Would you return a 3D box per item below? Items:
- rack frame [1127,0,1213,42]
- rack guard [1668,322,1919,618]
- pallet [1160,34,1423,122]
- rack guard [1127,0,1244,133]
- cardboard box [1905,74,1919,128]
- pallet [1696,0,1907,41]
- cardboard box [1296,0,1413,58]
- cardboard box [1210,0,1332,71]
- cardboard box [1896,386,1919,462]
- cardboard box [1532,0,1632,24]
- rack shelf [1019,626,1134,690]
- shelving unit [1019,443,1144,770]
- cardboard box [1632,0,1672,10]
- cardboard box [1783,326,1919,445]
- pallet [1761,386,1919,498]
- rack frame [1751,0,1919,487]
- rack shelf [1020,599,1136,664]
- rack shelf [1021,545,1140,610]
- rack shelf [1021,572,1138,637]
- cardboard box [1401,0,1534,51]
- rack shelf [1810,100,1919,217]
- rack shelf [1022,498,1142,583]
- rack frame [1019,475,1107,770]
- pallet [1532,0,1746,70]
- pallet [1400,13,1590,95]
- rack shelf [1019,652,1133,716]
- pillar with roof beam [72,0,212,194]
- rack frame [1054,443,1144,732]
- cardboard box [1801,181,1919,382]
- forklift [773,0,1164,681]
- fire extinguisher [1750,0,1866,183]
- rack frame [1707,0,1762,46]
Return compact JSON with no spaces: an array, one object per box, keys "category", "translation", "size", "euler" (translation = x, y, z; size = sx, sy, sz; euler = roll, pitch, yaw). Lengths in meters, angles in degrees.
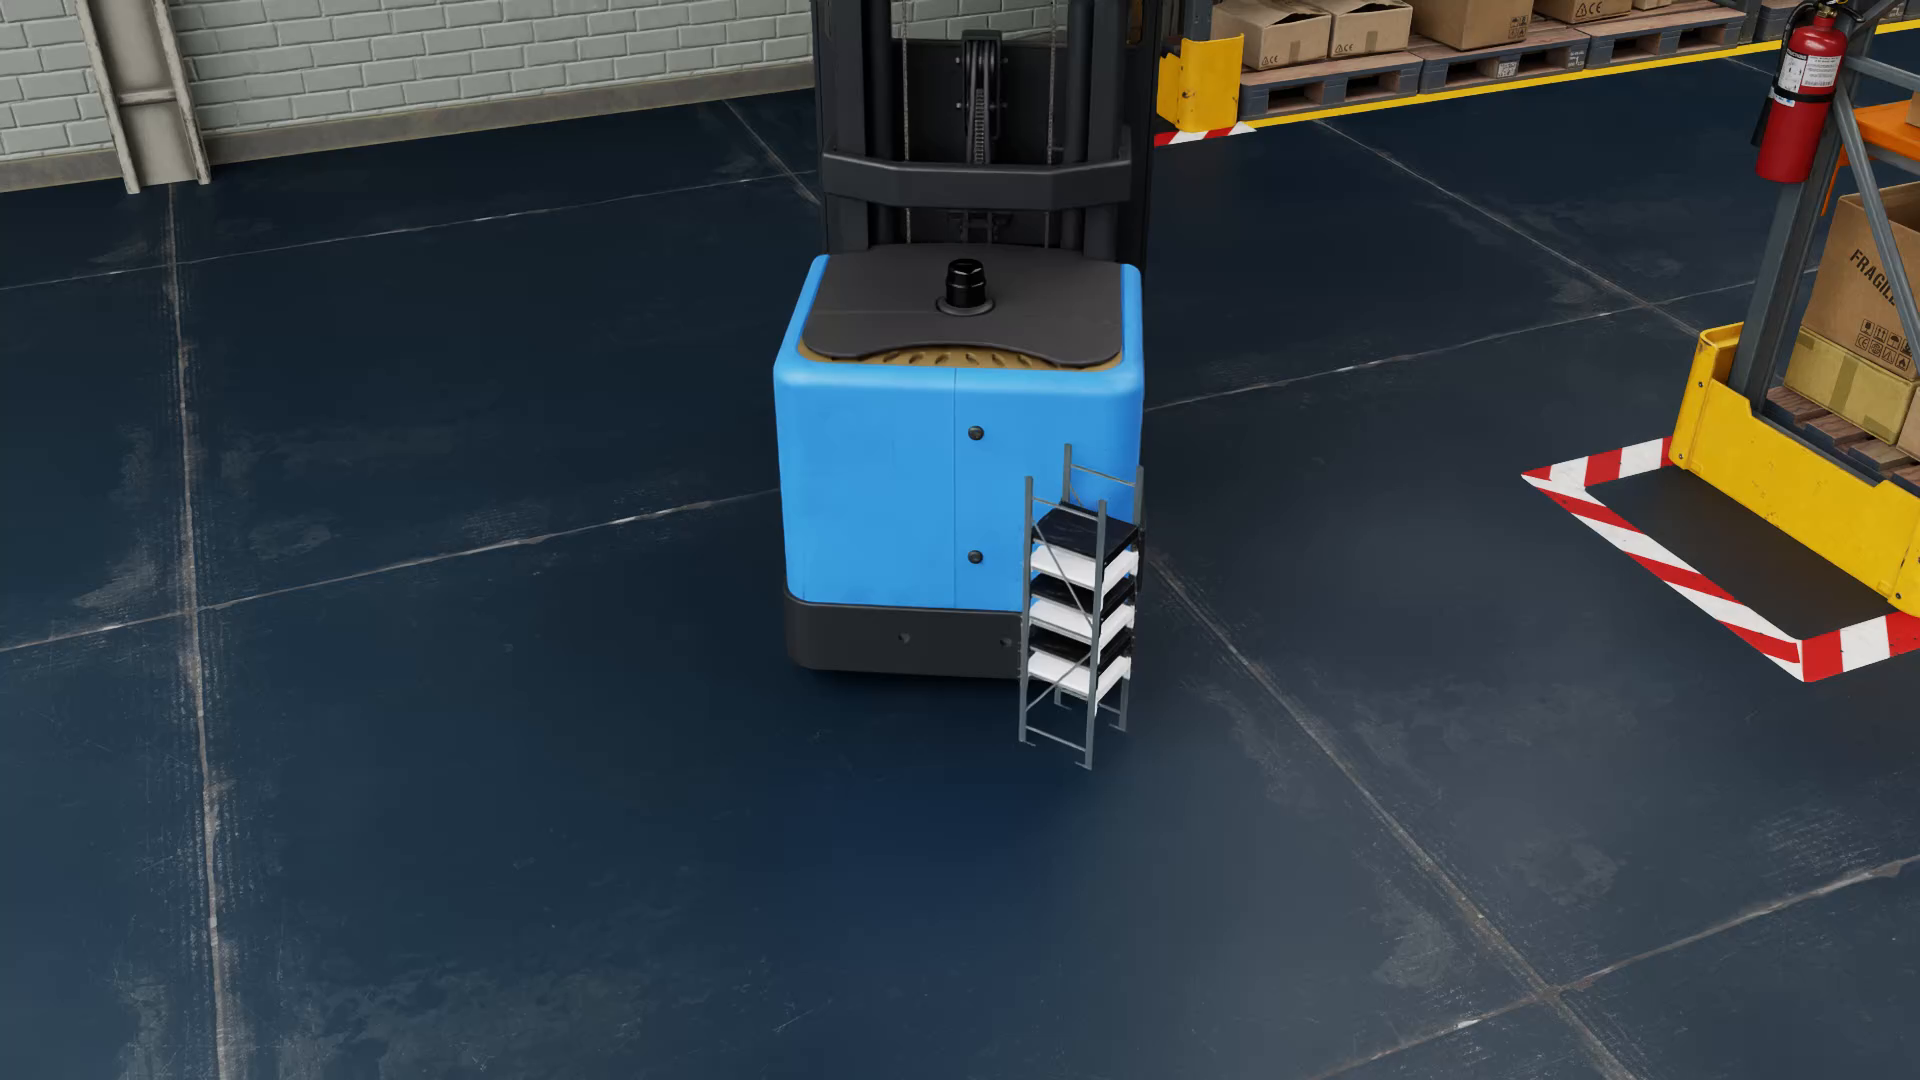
[{"category":"rack frame","translation":[1.116,-3.818,8.868],"size":[0.127,3.000,1.000],"euler":[-13,35,-19]},{"category":"rack guard","translation":[3.015,-0.275,5.715],"size":[0.348,0.500,1.175],"euler":[-13,35,-19]},{"category":"pallet","translation":[1.949,-2.819,9.890],"size":[1.213,0.211,1.003],"euler":[-13,35,-19]},{"category":"rack guard","translation":[1.186,-2.787,9.574],"size":[0.348,0.500,1.175],"euler":[-13,35,-19]},{"category":"cardboard box","translation":[3.473,-1.462,5.155],"size":[0.500,0.500,0.700],"euler":[-13,35,-19]},{"category":"pallet","translation":[5.522,-3.659,11.180],"size":[1.213,0.211,1.003],"euler":[-13,35,-19]},{"category":"cardboard box","translation":[2.315,-3.097,9.821],"size":[0.500,0.311,0.500],"euler":[-10,34,-15]},{"category":"cardboard box","translation":[1.789,-2.977,9.636],"size":[0.500,0.311,0.500],"euler":[-17,37,-24]},{"category":"cardboard box","translation":[3.618,-0.353,5.678],"size":[0.500,0.250,0.500],"euler":[-13,35,-19]},{"category":"cardboard box","translation":[3.863,-3.560,10.360],"size":[0.500,0.500,0.500],"euler":[-16,36,-22]},{"category":"rack shelf","translation":[0.329,0.300,4.690],"size":[0.258,0.077,0.200],"euler":[19,38,27]},{"category":"shelving unit","translation":[0.329,0.197,4.623],"size":[0.258,0.900,0.210],"euler":[19,38,27]},{"category":"cardboard box","translation":[4.323,-3.532,10.622],"size":[0.250,0.166,0.380],"euler":[-18,37,-25]},{"category":"cardboard box","translation":[3.418,-0.614,6.079],"size":[0.500,0.250,0.500],"euler":[-13,35,-19]},{"category":"pallet","translation":[3.726,-0.342,6.082],"size":[1.213,0.211,1.003],"euler":[-13,35,-19]},{"category":"rack frame","translation":[3.036,-1.330,5.043],"size":[0.053,2.616,0.949],"euler":[-13,35,-19]},{"category":"rack shelf","translation":[0.329,0.225,4.641],"size":[0.258,0.077,0.200],"euler":[19,38,27]},{"category":"rack shelf","translation":[0.329,0.074,4.543],"size":[0.258,0.077,0.200],"euler":[19,38,27]},{"category":"rack shelf","translation":[0.329,0.149,4.592],"size":[0.258,0.077,0.200],"euler":[19,38,27]},{"category":"cardboard box","translation":[3.011,-3.306,9.969],"size":[0.500,0.500,0.700],"euler":[-15,36,-22]},{"category":"rack shelf","translation":[4.882,-1.449,5.886],"size":[4.000,0.370,1.077],"euler":[-13,35,-19]},{"category":"rack shelf","translation":[0.329,-0.002,4.494],"size":[0.258,0.077,0.200],"euler":[19,38,27]},{"category":"rack frame","translation":[0.274,0.243,4.551],"size":[0.240,0.900,0.006],"euler":[19,38,27]},{"category":"pallet","translation":[4.199,-3.335,10.681],"size":[1.213,0.211,1.003],"euler":[-13,35,-19]},{"category":"pallet","translation":[3.072,-3.075,10.282],"size":[1.213,0.211,1.003],"euler":[-13,35,-19]},{"category":"rack shelf","translation":[0.329,0.375,4.739],"size":[0.258,0.077,0.200],"euler":[19,38,27]},{"category":"pillar with roof beam","translation":[-2.439,-3.484,2.854],"size":[0.400,9.000,9.100],"euler":[-13,35,-19]},{"category":"rack frame","translation":[0.385,0.150,4.694],"size":[0.240,0.900,0.006],"euler":[19,38,27]},{"category":"cardboard box","translation":[3.417,-0.929,5.876],"size":[0.500,0.500,0.500],"euler":[-13,35,-19]},{"category":"forklift","translation":[0.102,-1.582,5.494],"size":[1.130,2.935,3.031],"euler":[2,33,4]},{"category":"fire extinguisher","translation":[2.749,-1.504,5.383],"size":[0.183,0.674,0.296],"euler":[-13,35,-19]},{"category":"rack frame","translation":[4.805,-4.663,10.166],"size":[0.127,3.000,1.000],"euler":[-13,35,-19]}]
